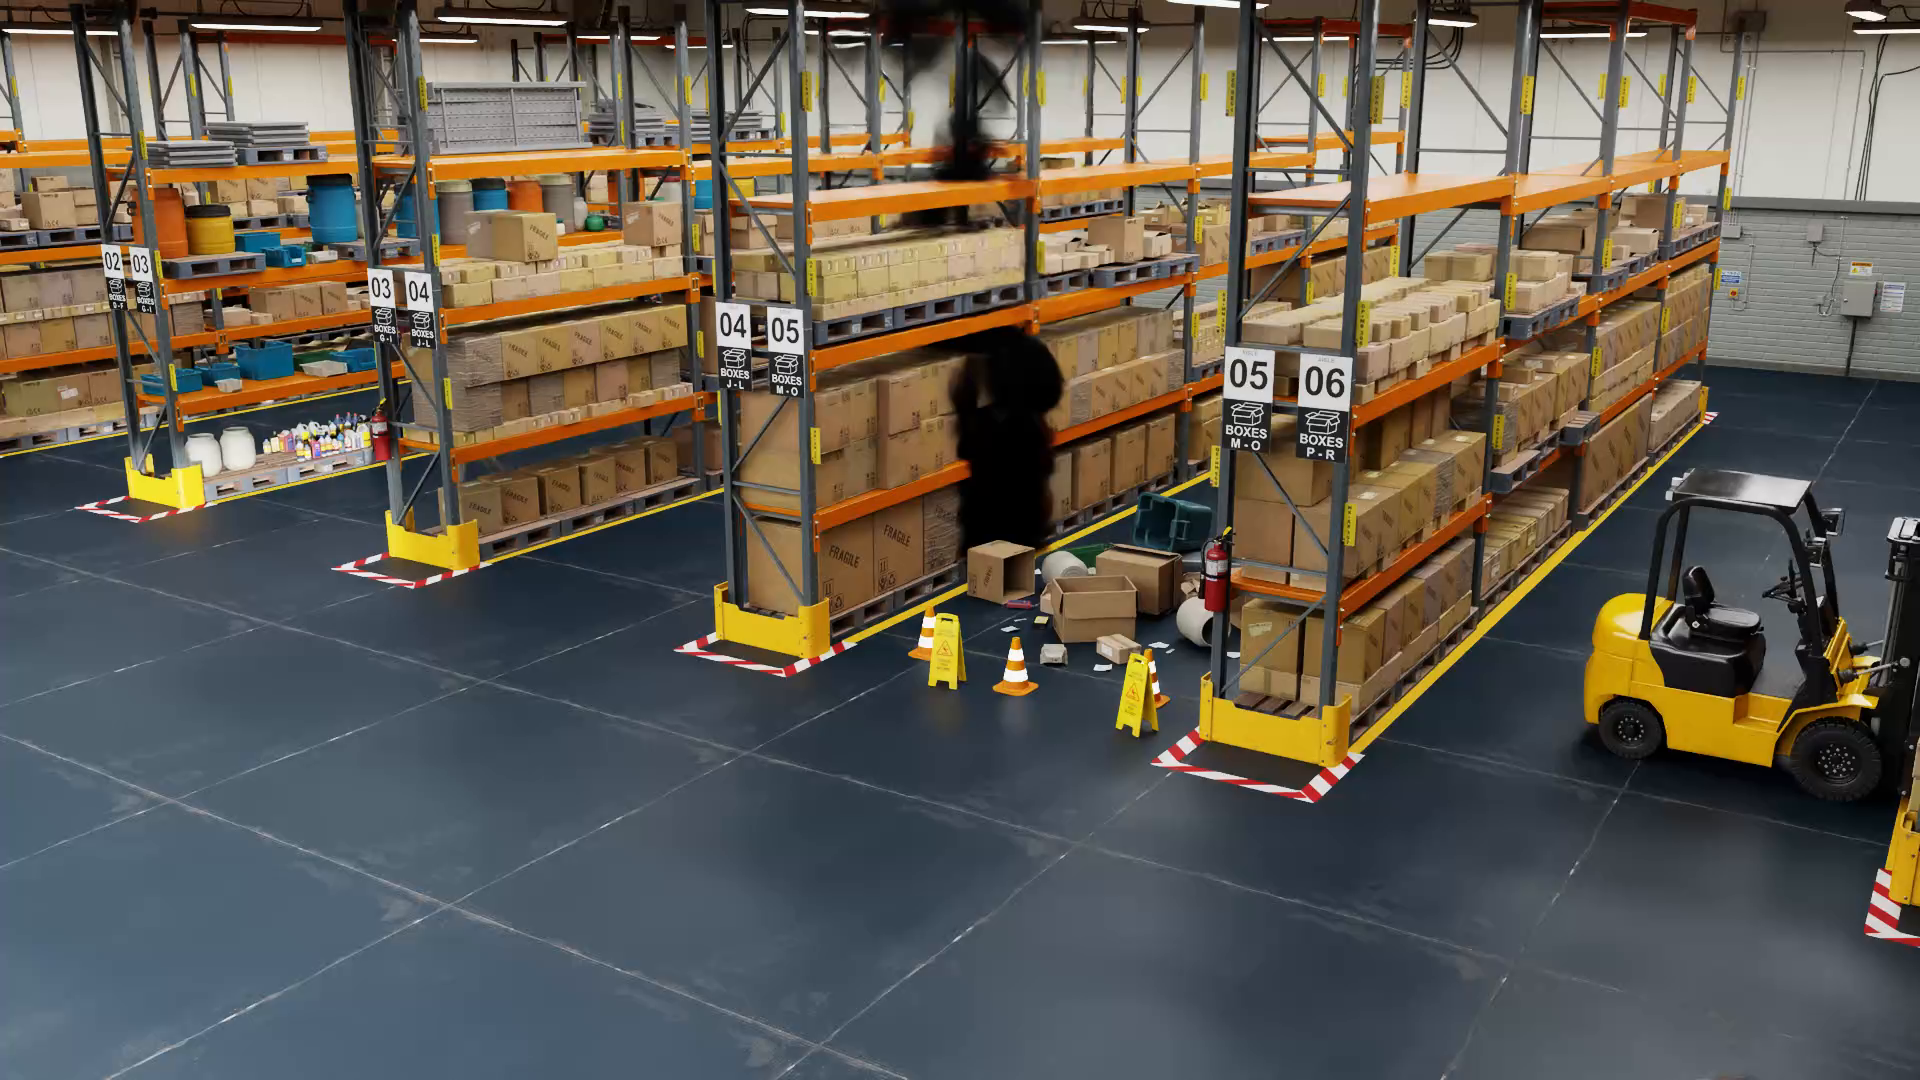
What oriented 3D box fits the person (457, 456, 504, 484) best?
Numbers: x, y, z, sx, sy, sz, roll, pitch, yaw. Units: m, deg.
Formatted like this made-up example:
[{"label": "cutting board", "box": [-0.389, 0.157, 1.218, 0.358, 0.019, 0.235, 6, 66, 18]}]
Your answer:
[{"label": "person", "box": [-6.144, -1.403, 20.866, 0.700, 1.754, 0.989, 6, 17, 20]}]
